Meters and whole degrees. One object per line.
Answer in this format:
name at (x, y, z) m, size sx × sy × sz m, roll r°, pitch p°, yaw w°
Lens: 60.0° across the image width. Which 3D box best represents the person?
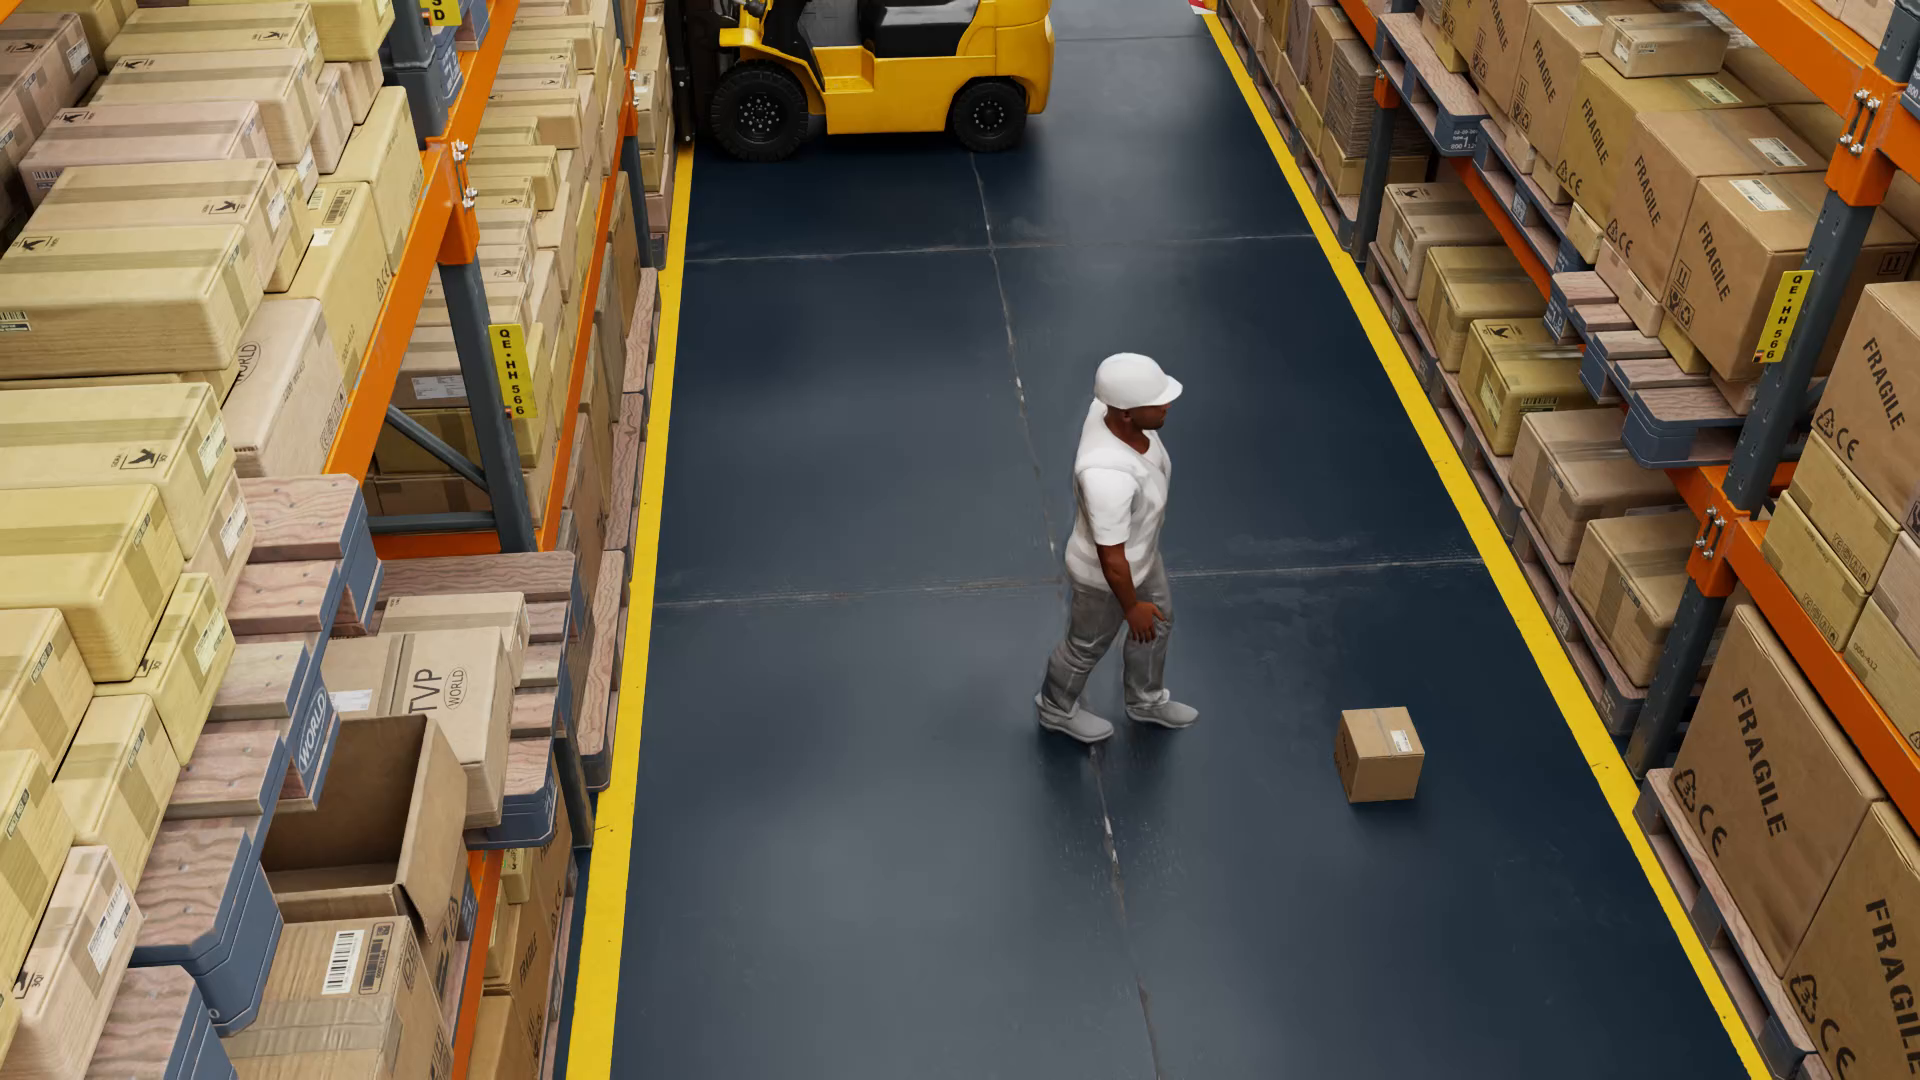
person at (0.595, 0.096, 6.010) m, size 0.631 × 1.793 × 0.578 m, roll 10°, pitch 40°, yaw 13°
